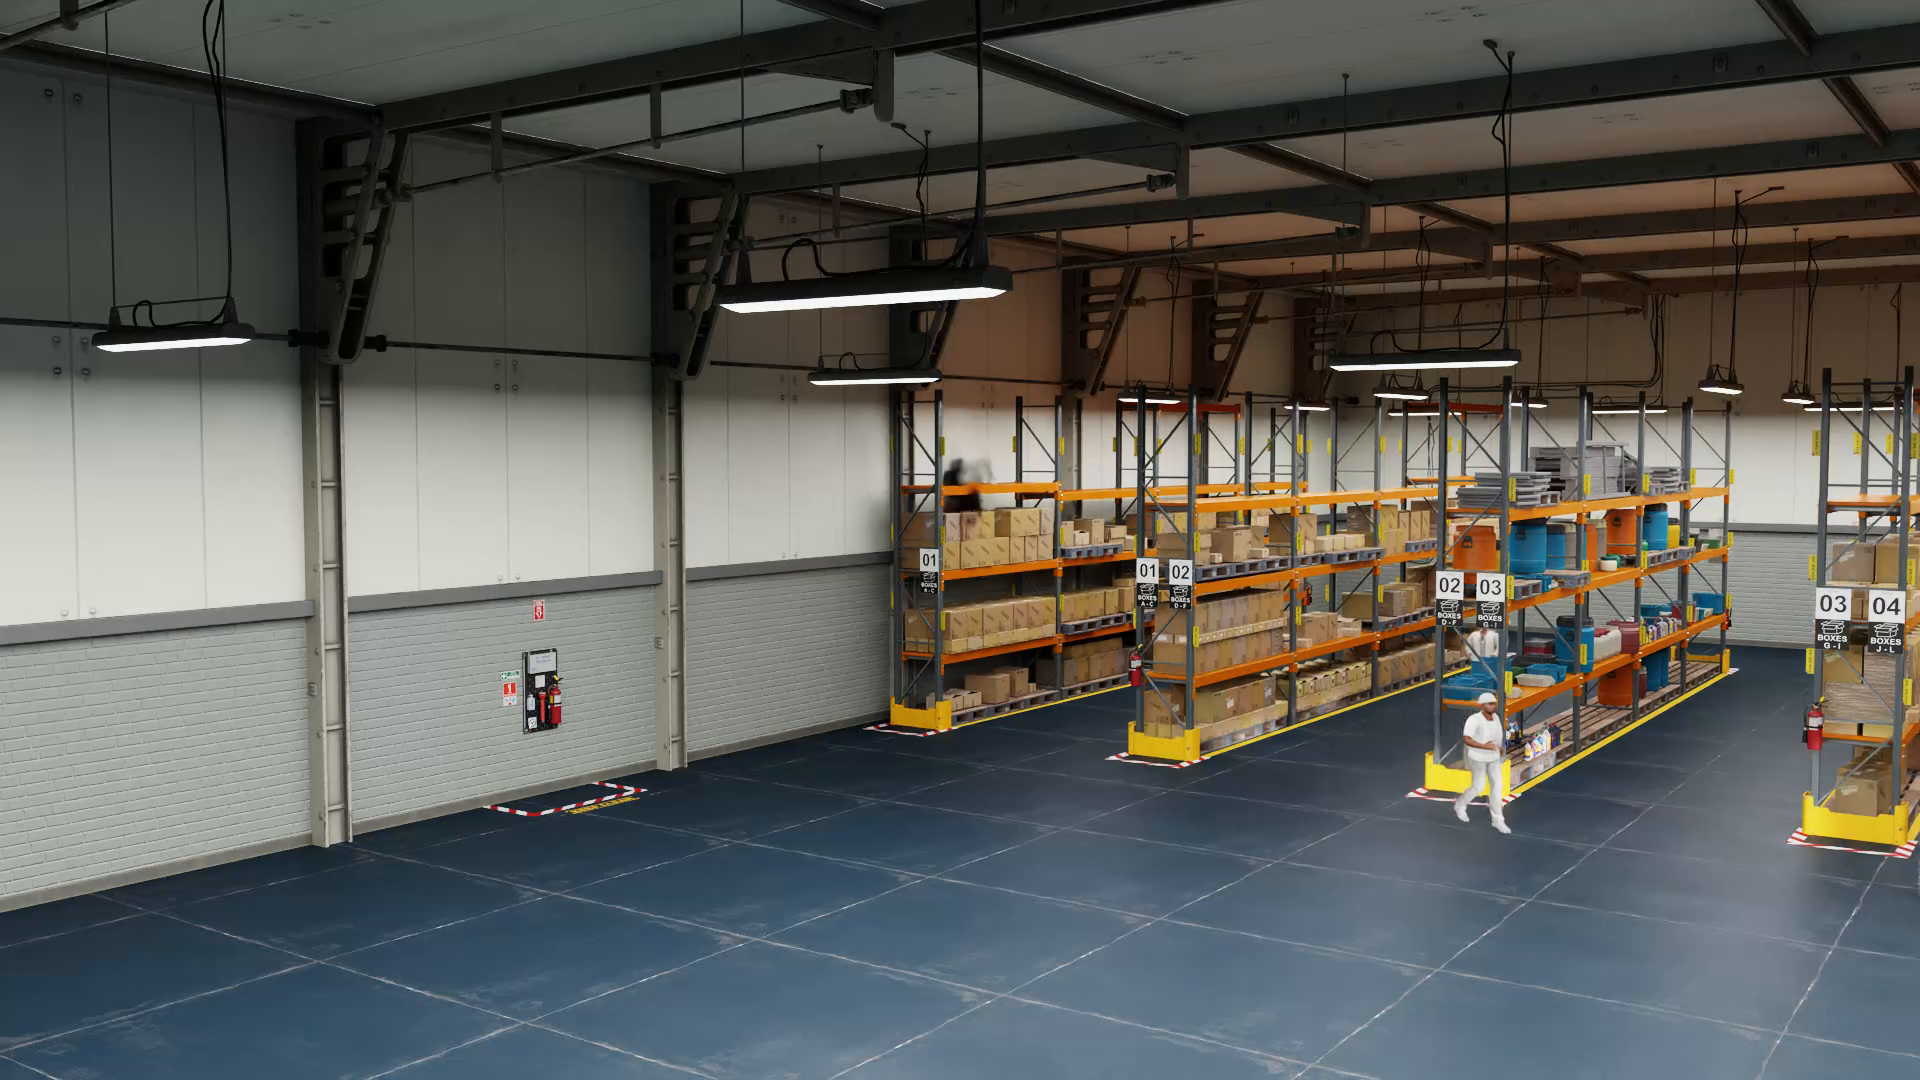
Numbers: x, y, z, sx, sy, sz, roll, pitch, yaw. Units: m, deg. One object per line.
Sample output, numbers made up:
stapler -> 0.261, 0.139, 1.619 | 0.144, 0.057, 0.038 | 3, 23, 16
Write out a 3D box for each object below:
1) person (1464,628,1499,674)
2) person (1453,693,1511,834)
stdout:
person -> 9.956, 2.354, 31.656 | 0.705, 1.724, 0.668 | 1, 4, 24
person -> 6.868, 2.884, 21.790 | 0.722, 1.791, 0.867 | -2, 4, -27
